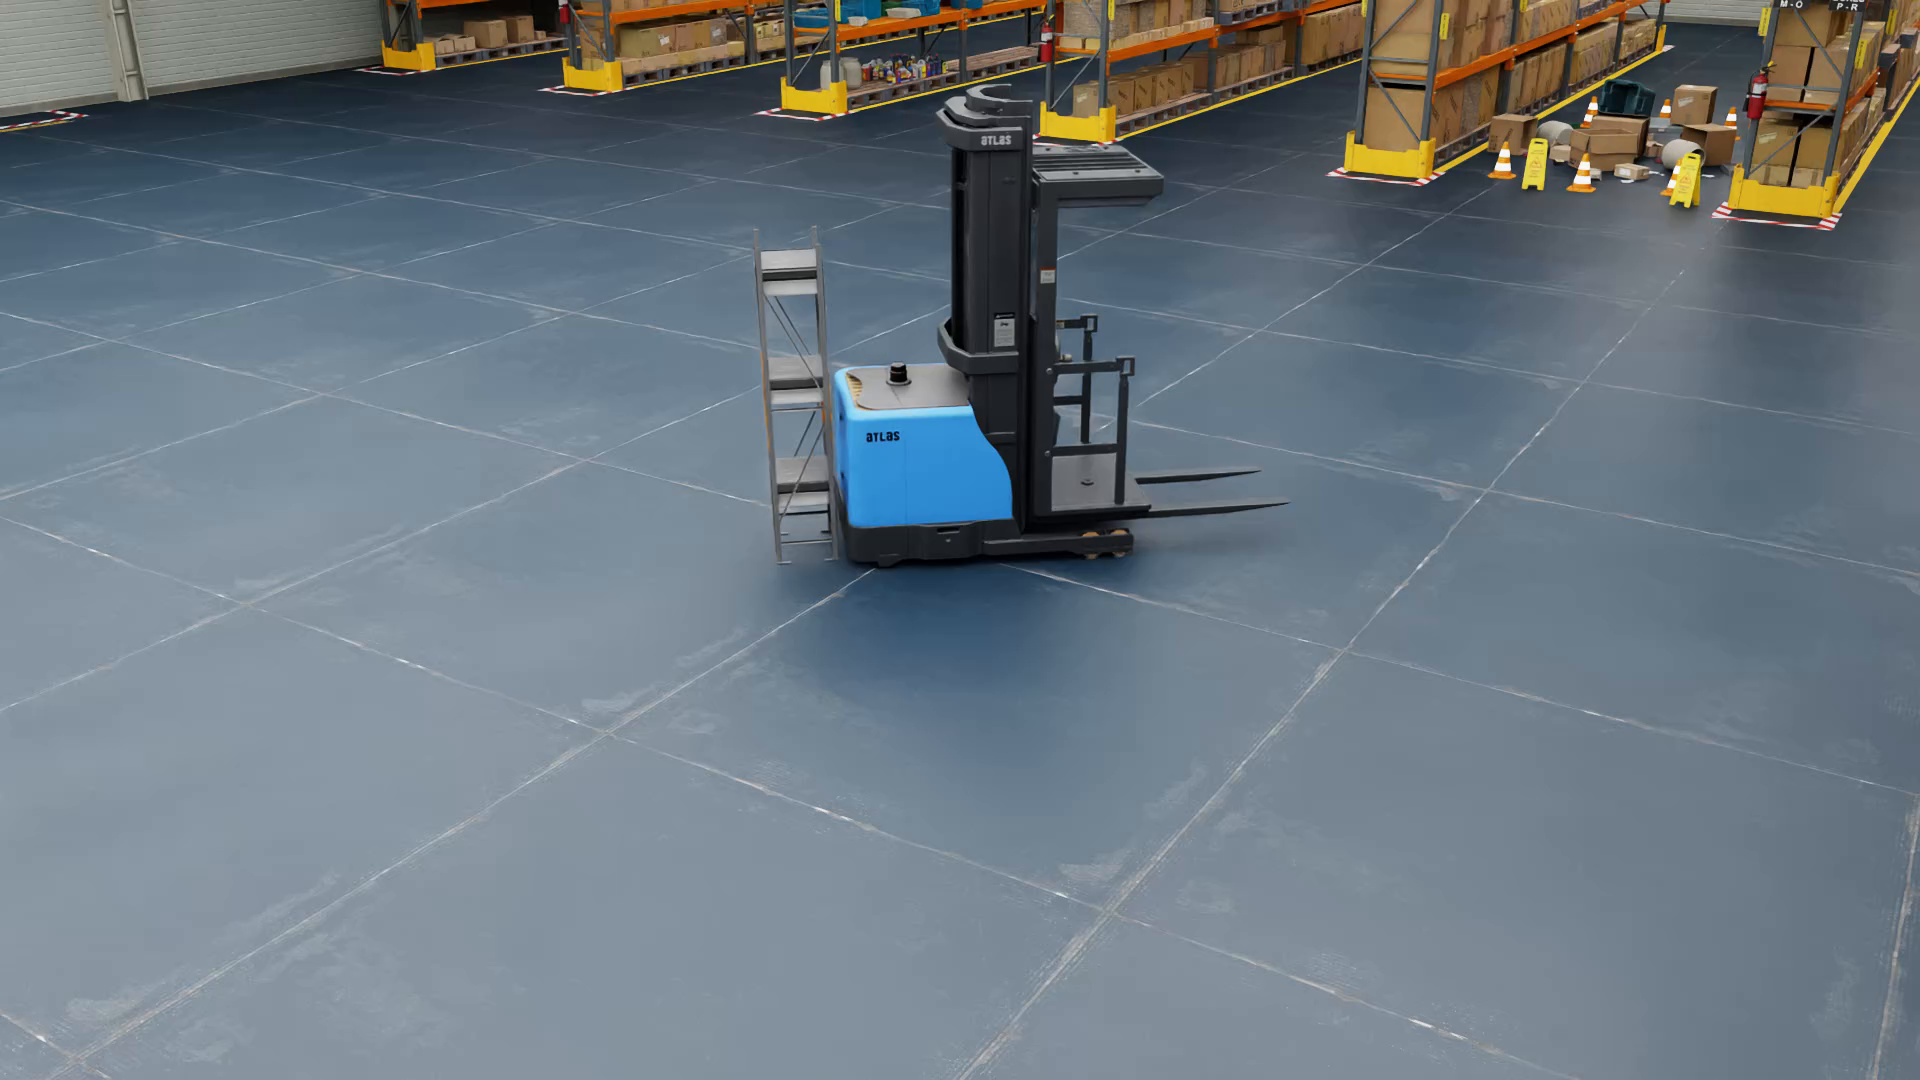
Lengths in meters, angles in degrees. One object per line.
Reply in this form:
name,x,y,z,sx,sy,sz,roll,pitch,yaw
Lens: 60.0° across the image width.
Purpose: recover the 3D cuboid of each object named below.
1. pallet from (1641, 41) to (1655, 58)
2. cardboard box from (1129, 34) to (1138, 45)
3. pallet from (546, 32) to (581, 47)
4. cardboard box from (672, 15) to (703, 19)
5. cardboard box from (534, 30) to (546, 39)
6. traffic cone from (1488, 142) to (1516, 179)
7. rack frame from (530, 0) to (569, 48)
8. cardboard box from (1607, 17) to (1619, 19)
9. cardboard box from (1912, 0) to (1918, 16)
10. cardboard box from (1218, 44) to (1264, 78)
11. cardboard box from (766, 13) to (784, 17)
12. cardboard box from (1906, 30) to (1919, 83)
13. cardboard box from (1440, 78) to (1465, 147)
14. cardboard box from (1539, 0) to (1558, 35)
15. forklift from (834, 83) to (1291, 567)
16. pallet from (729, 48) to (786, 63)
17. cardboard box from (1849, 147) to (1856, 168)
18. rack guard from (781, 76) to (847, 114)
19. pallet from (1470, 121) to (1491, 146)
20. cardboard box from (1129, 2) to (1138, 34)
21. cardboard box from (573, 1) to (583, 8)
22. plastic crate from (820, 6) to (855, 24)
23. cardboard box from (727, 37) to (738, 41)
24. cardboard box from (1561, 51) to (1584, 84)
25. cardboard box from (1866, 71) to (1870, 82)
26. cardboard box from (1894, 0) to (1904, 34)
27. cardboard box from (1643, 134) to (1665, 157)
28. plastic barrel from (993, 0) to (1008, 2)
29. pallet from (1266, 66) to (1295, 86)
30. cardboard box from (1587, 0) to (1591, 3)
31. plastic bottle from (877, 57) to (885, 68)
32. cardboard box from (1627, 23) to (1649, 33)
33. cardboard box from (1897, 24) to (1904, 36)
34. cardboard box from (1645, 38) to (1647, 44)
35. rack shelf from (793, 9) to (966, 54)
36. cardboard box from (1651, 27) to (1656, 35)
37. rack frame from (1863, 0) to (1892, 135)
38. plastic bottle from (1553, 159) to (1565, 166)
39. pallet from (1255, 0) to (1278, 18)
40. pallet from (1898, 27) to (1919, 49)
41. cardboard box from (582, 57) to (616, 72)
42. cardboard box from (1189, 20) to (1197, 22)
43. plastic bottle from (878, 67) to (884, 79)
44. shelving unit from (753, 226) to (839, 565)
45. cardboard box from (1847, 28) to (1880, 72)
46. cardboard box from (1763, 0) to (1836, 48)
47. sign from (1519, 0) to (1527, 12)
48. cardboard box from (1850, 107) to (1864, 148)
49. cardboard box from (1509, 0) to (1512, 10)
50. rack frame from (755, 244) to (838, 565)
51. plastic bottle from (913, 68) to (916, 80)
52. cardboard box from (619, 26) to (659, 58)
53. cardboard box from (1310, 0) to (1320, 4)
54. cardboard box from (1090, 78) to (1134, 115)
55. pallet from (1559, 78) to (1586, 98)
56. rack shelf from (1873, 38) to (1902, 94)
pallet,13.862,-10.292,34.758,1.003,0.211,1.213,14,27,29
cardboard box,2.520,-7.719,25.620,0.380,0.149,0.250,14,27,29
pallet,-8.345,-10.985,36.359,1.003,0.211,1.213,14,27,29
cardboard box,-5.312,-9.978,32.513,0.500,0.500,0.500,14,27,29
cardboard box,-9.011,-10.716,35.241,0.380,0.166,0.250,10,25,22
traffic cone,7.407,-5.181,22.636,0.336,0.463,0.334,14,27,29
rack frame,-8.754,-12.002,35.197,1.000,3.000,0.127,14,27,29
cardboard box,13.795,-10.916,35.001,0.380,0.149,0.250,13,26,27
cardboard box,15.423,-8.780,27.316,0.500,0.250,0.500,14,27,29
cardboard box,5.069,-8.679,30.116,0.700,0.500,0.500,16,28,33
cardboard box,-3.771,-10.863,34.795,0.500,0.311,0.500,13,27,28
cardboard box,16.250,-8.502,29.260,0.875,0.875,0.875,15,27,31
cardboard box,6.684,-6.222,23.992,0.875,0.875,0.875,13,27,28
cardboard box,9.336,-8.491,26.962,0.500,0.500,0.500,14,27,30
forklift,0.701,-1.432,10.868,3.031,2.935,1.130,-4,24,-9
pallet,-4.189,-9.942,33.950,1.003,0.211,1.213,14,27,29
cardboard box,11.661,-5.133,22.264,0.500,0.250,0.500,14,27,30
rack guard,-2.448,-7.464,27.862,1.175,0.500,0.348,14,27,29
pallet,7.563,-6.294,25.523,1.003,0.211,1.213,14,27,29
cardboard box,2.235,-8.094,25.670,0.875,0.500,0.500,14,27,29
cardboard box,-8.151,-11.802,36.385,0.500,0.250,0.500,13,27,28
plastic crate,-2.091,-8.957,28.351,0.499,0.251,0.408,14,27,29
cardboard box,-4.572,-10.096,33.729,0.500,0.250,0.500,14,27,28
cardboard box,10.730,-8.395,29.484,0.500,0.500,0.500,13,26,27
cardboard box,11.845,-6.179,22.065,0.380,0.149,0.250,13,27,28
cardboard box,13.316,-7.617,24.041,0.500,0.500,0.500,14,27,29
cardboard box,10.036,-5.731,24.154,0.258,0.266,0.396,-3,24,-7
plastic barrel,0.740,-10.512,31.586,0.433,0.535,0.433,0,23,0
pallet,5.567,-8.694,31.068,1.003,0.211,1.213,14,27,29
cardboard box,10.973,-9.623,29.491,0.380,0.149,0.250,15,28,31
plastic bottle,-1.440,-8.519,29.933,0.144,0.351,0.185,14,27,29
cardboard box,13.802,-10.426,33.870,0.380,0.149,0.250,15,28,31
cardboard box,13.978,-7.699,25.046,0.380,0.149,0.250,14,27,30
cardboard box,13.998,-10.348,34.438,0.380,0.149,0.250,14,27,29
rack shelf,-1.393,-8.920,28.985,1.077,0.370,4.000,14,27,29
cardboard box,14.324,-10.647,34.754,0.380,0.149,0.250,13,27,28
rack frame,12.289,-6.811,23.207,1.000,3.000,0.127,14,27,29
plastic bottle,8.470,-5.344,23.518,0.133,0.061,0.283,5,24,11
pallet,4.971,-9.473,29.597,1.003,0.211,1.213,14,27,29
pallet,14.114,-7.810,25.756,1.213,0.211,1.003,14,27,29
cardboard box,-6.622,-8.788,30.708,0.500,0.250,0.500,14,27,29
cardboard box,3.684,-8.484,27.388,0.380,0.149,0.250,14,27,29
plastic bottle,-1.412,-8.377,29.794,0.097,0.201,0.097,0,23,0
shelving unit,-1.052,-0.915,10.707,0.431,2.100,0.503,-4,24,-6
cardboard box,11.731,-6.440,21.850,0.500,0.500,0.500,15,27,30
cardboard box,10.263,-6.320,20.315,0.700,0.500,0.500,13,27,28
sign,8.503,-8.132,25.069,0.100,0.325,0.005,14,27,29
cardboard box,11.670,-5.485,22.134,0.500,0.500,0.500,15,28,32
cardboard box,7.807,-8.261,25.009,0.875,0.550,0.550,14,27,29
rack frame,-1.020,-0.819,10.485,0.400,2.100,0.015,-4,24,-6
plastic bottle,-0.832,-8.292,29.597,0.097,0.201,0.097,0,23,0
cardboard box,-5.920,-9.193,30.699,0.500,0.500,0.500,14,27,29
cardboard box,6.468,-10.390,31.350,0.500,0.500,0.500,15,27,30
cardboard box,2.390,-6.999,26.260,0.500,0.500,0.500,-20,31,-39
pallet,10.554,-8.148,29.805,1.003,0.211,1.213,14,27,29
rack shelf,13.344,-7.156,24.909,1.077,0.370,4.000,14,27,29
